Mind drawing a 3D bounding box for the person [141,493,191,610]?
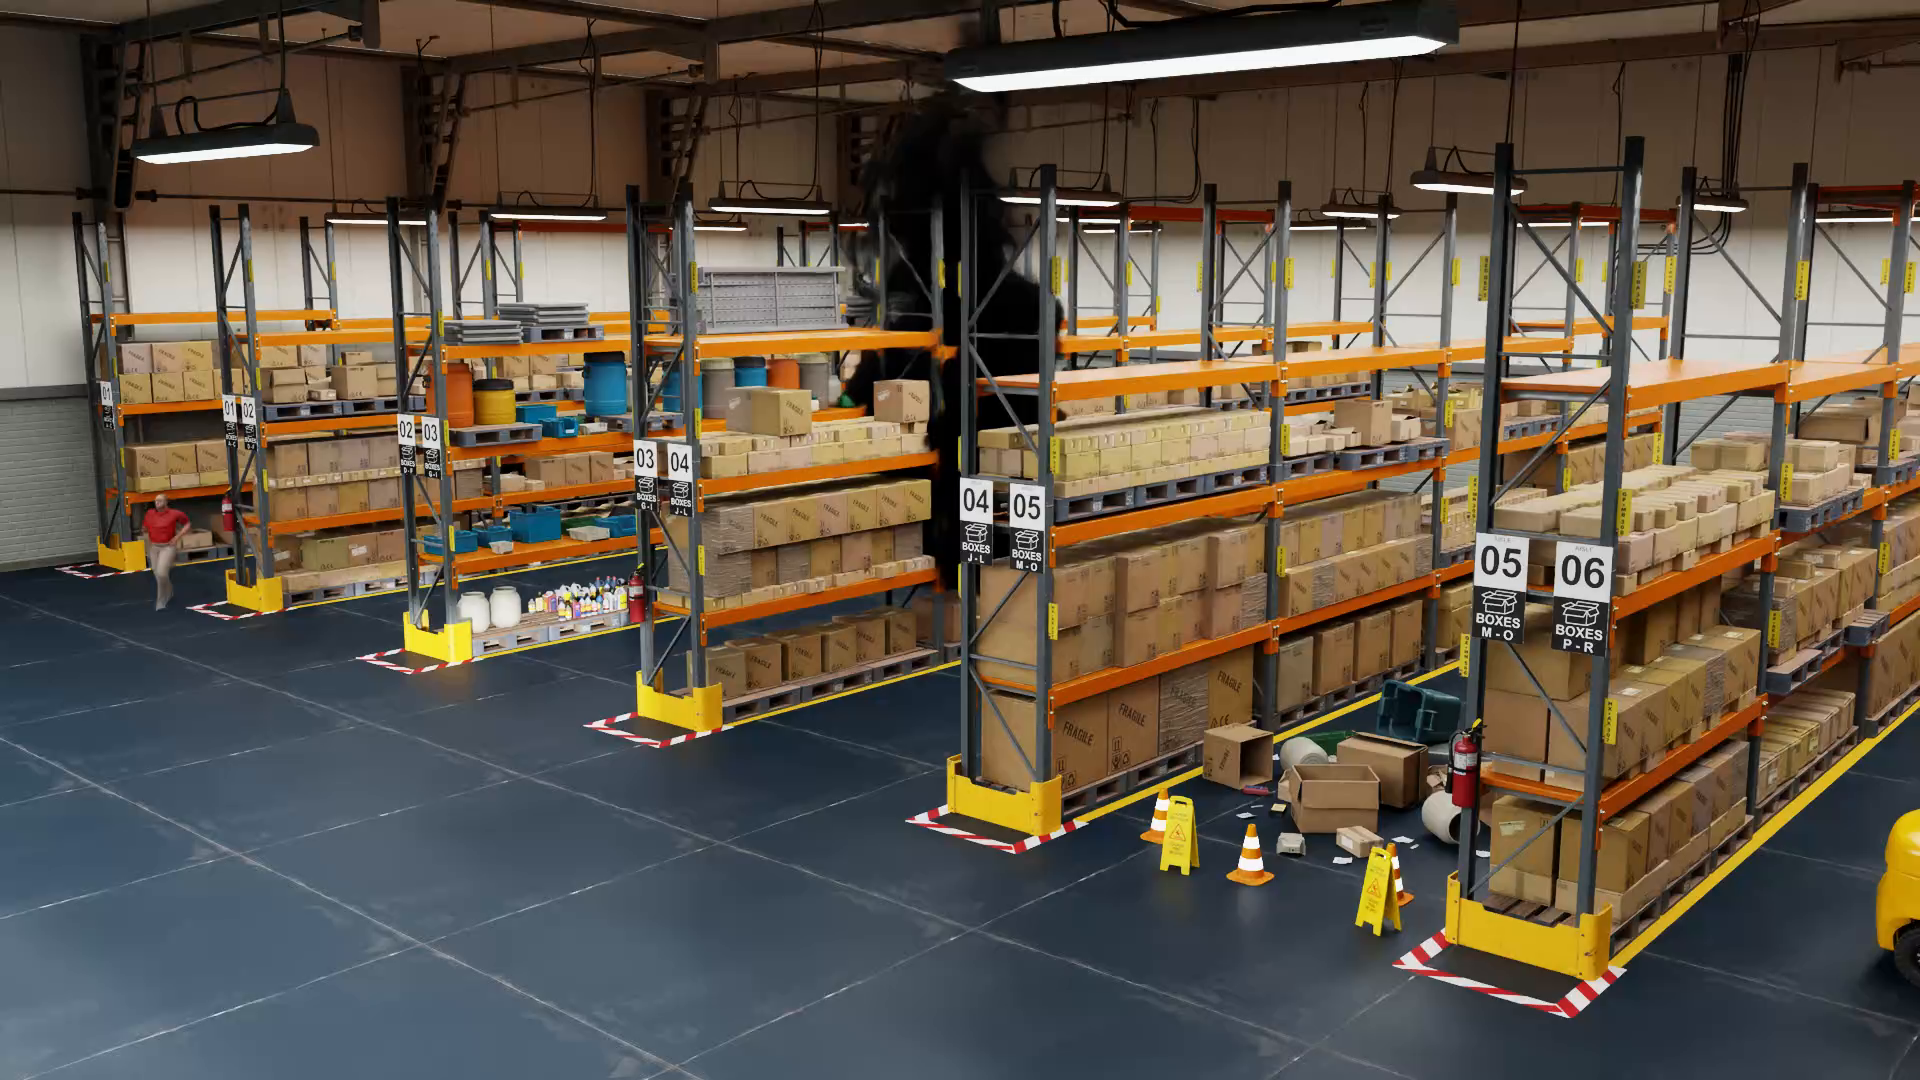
[{"bbox_3d":[-12.012,0.184,25.118,0.658,1.797,0.764,1,10,7],"label":"person"}]

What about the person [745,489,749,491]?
[{"bbox_3d":[-3.583,-0.812,29.176,0.638,1.877,0.683,4,10,24],"label":"person"}]

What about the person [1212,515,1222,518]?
[{"bbox_3d":[3.309,0.527,21.421,0.569,1.704,0.748,9,13,43],"label":"person"}]
